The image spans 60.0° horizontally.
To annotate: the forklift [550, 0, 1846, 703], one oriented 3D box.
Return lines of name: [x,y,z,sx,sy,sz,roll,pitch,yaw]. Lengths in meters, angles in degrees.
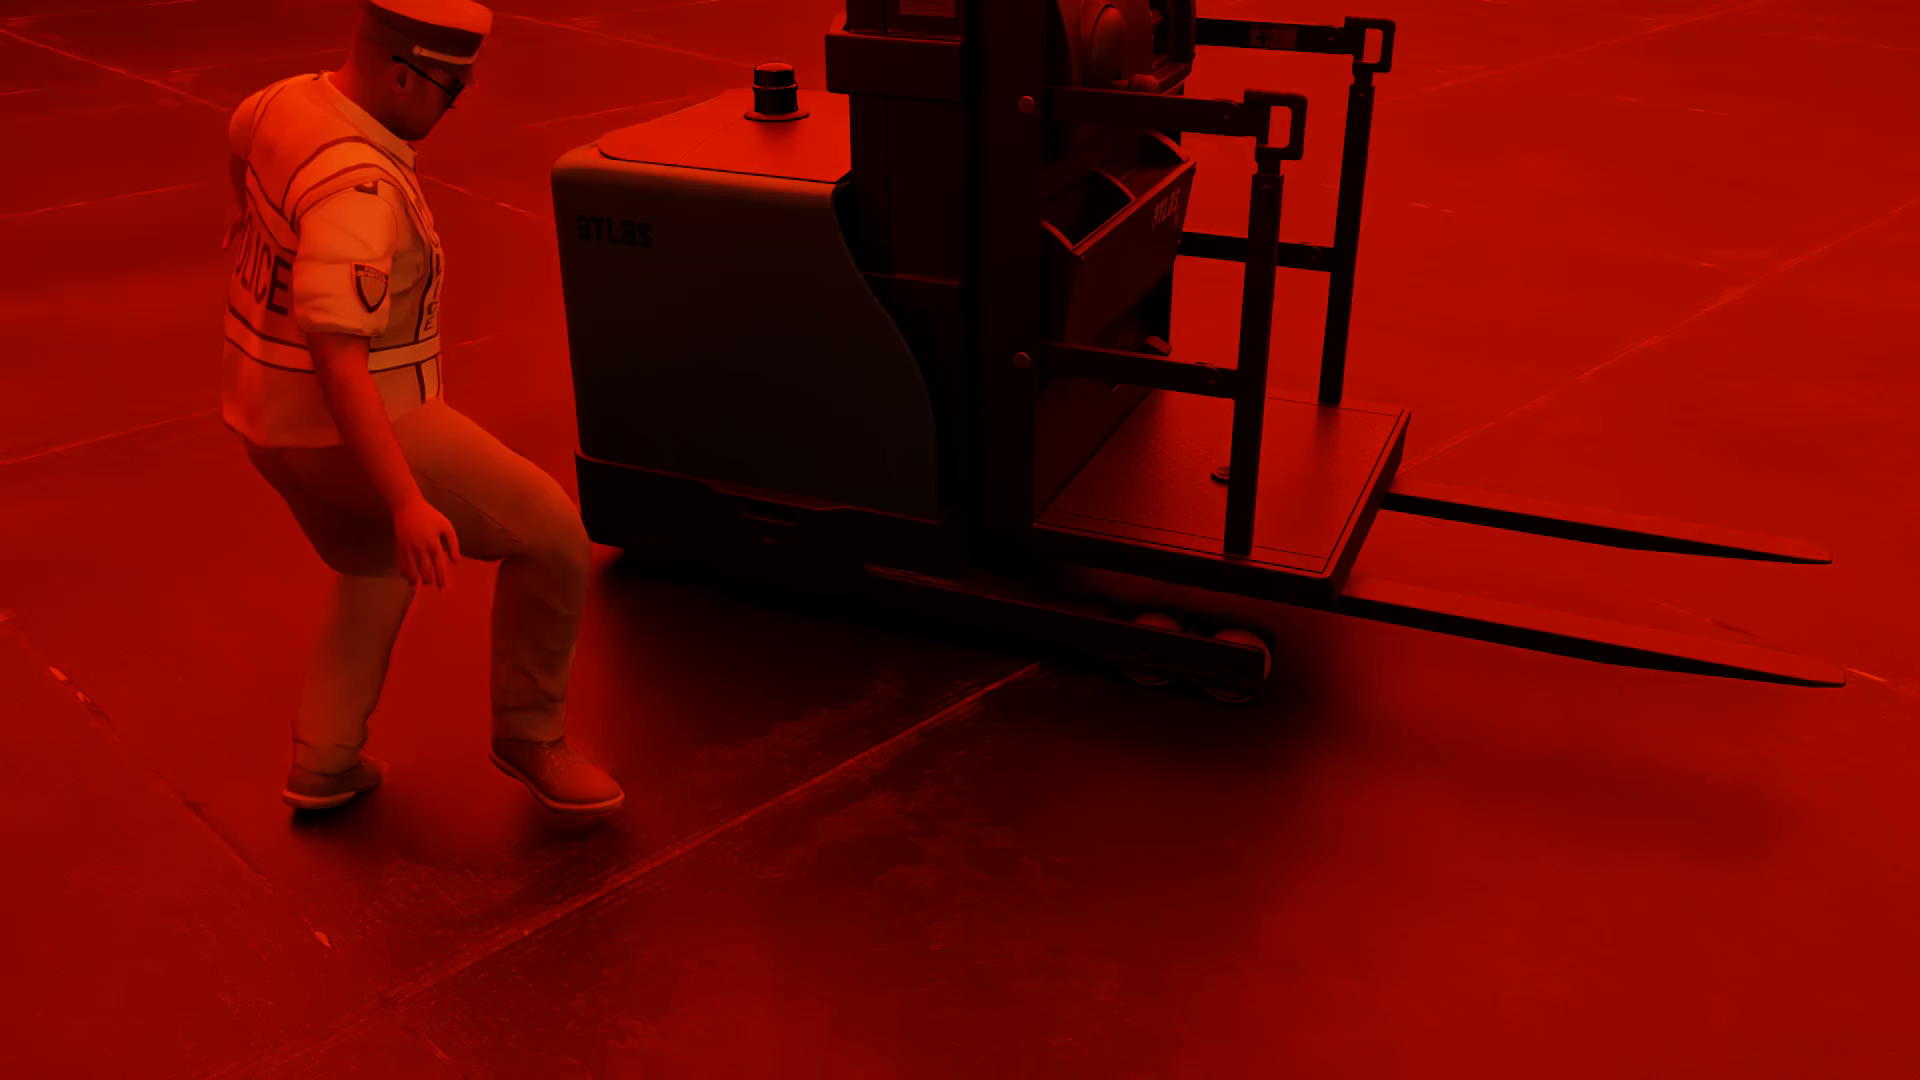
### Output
forklift: [0.560,-1.212,3.684,3.031,2.935,1.130,11,28,20]

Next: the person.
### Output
person: [-1.205,-0.241,3.298,0.590,1.668,1.187,-20,32,-35]
